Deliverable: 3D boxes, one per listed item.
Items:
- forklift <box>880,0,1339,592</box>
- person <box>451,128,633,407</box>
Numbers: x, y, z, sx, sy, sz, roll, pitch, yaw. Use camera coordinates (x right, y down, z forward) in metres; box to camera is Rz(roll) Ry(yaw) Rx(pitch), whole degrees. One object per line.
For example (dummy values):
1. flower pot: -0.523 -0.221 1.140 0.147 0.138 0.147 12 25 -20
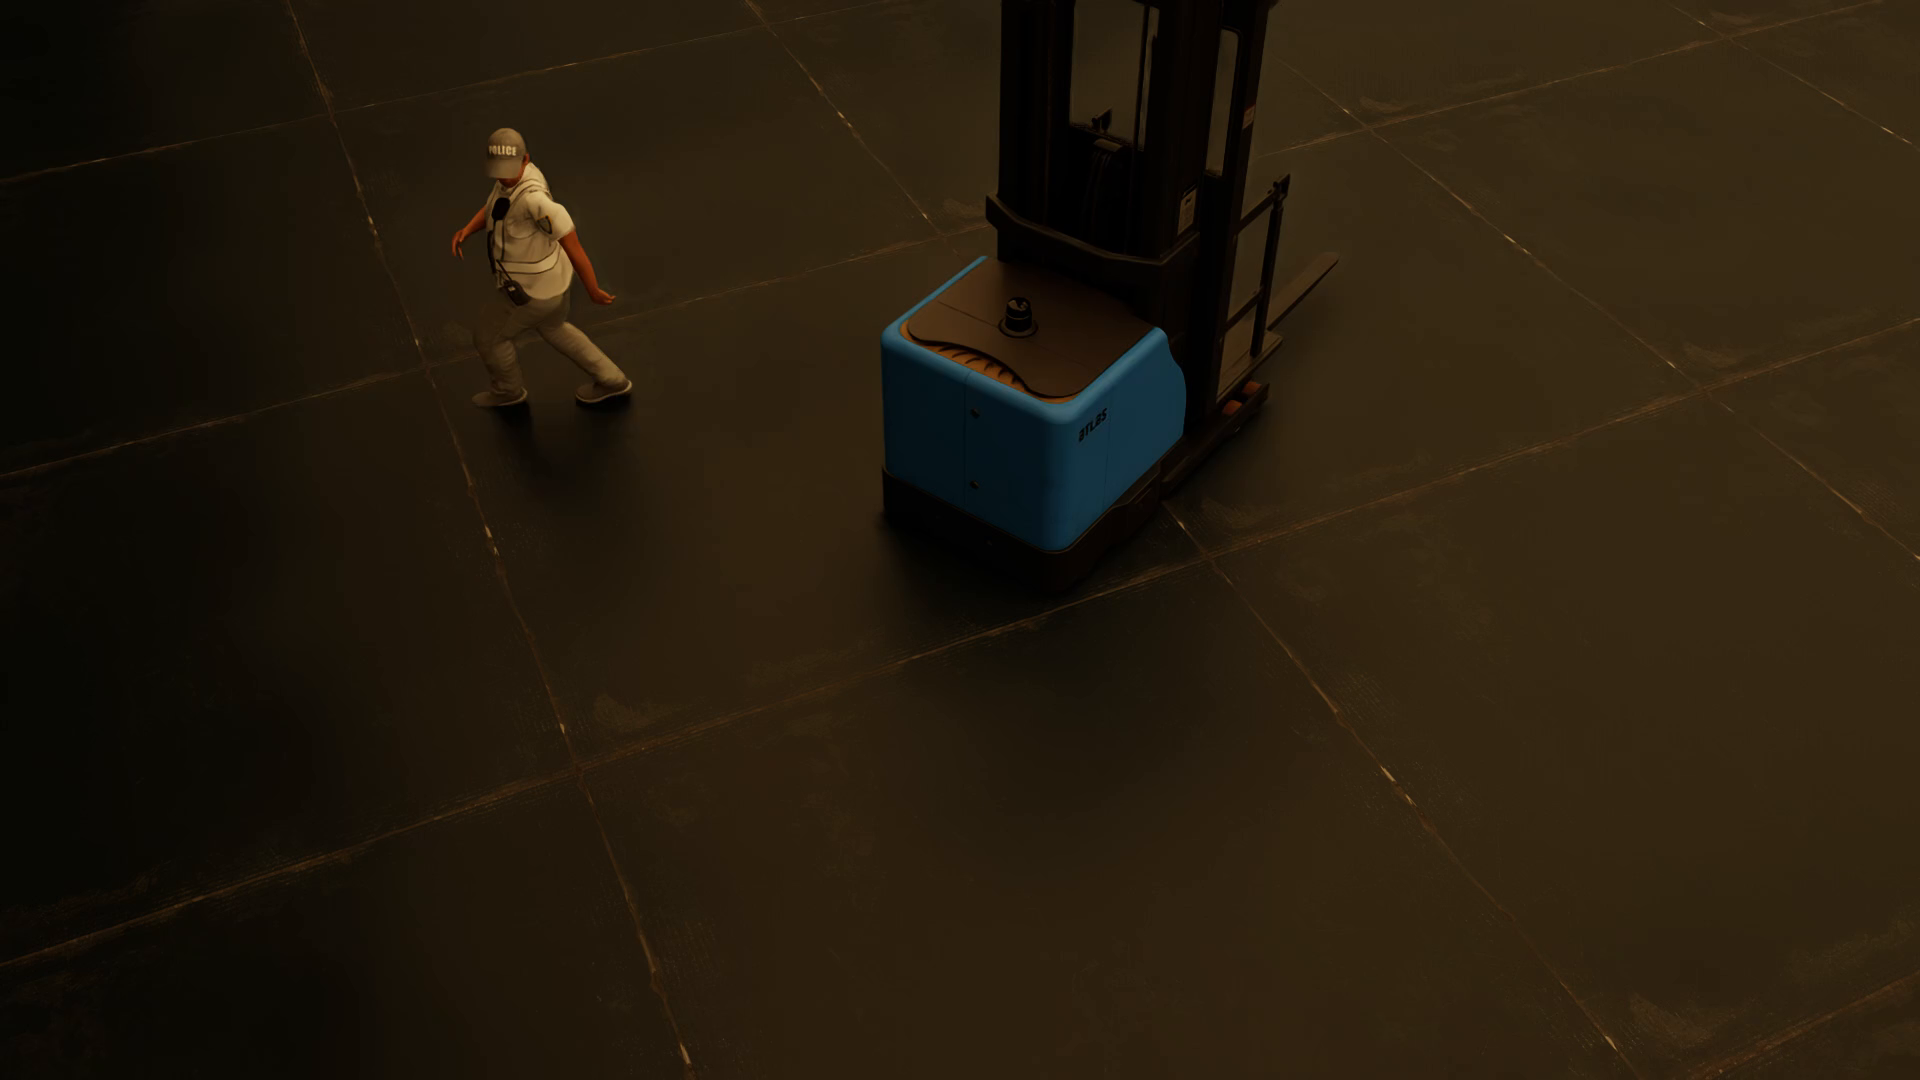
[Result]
1. forklift: 0.922 -1.796 7.604 1.130 2.935 3.031 27 49 26
2. person: -2.087 -1.279 8.073 0.888 1.603 0.504 1 43 1
